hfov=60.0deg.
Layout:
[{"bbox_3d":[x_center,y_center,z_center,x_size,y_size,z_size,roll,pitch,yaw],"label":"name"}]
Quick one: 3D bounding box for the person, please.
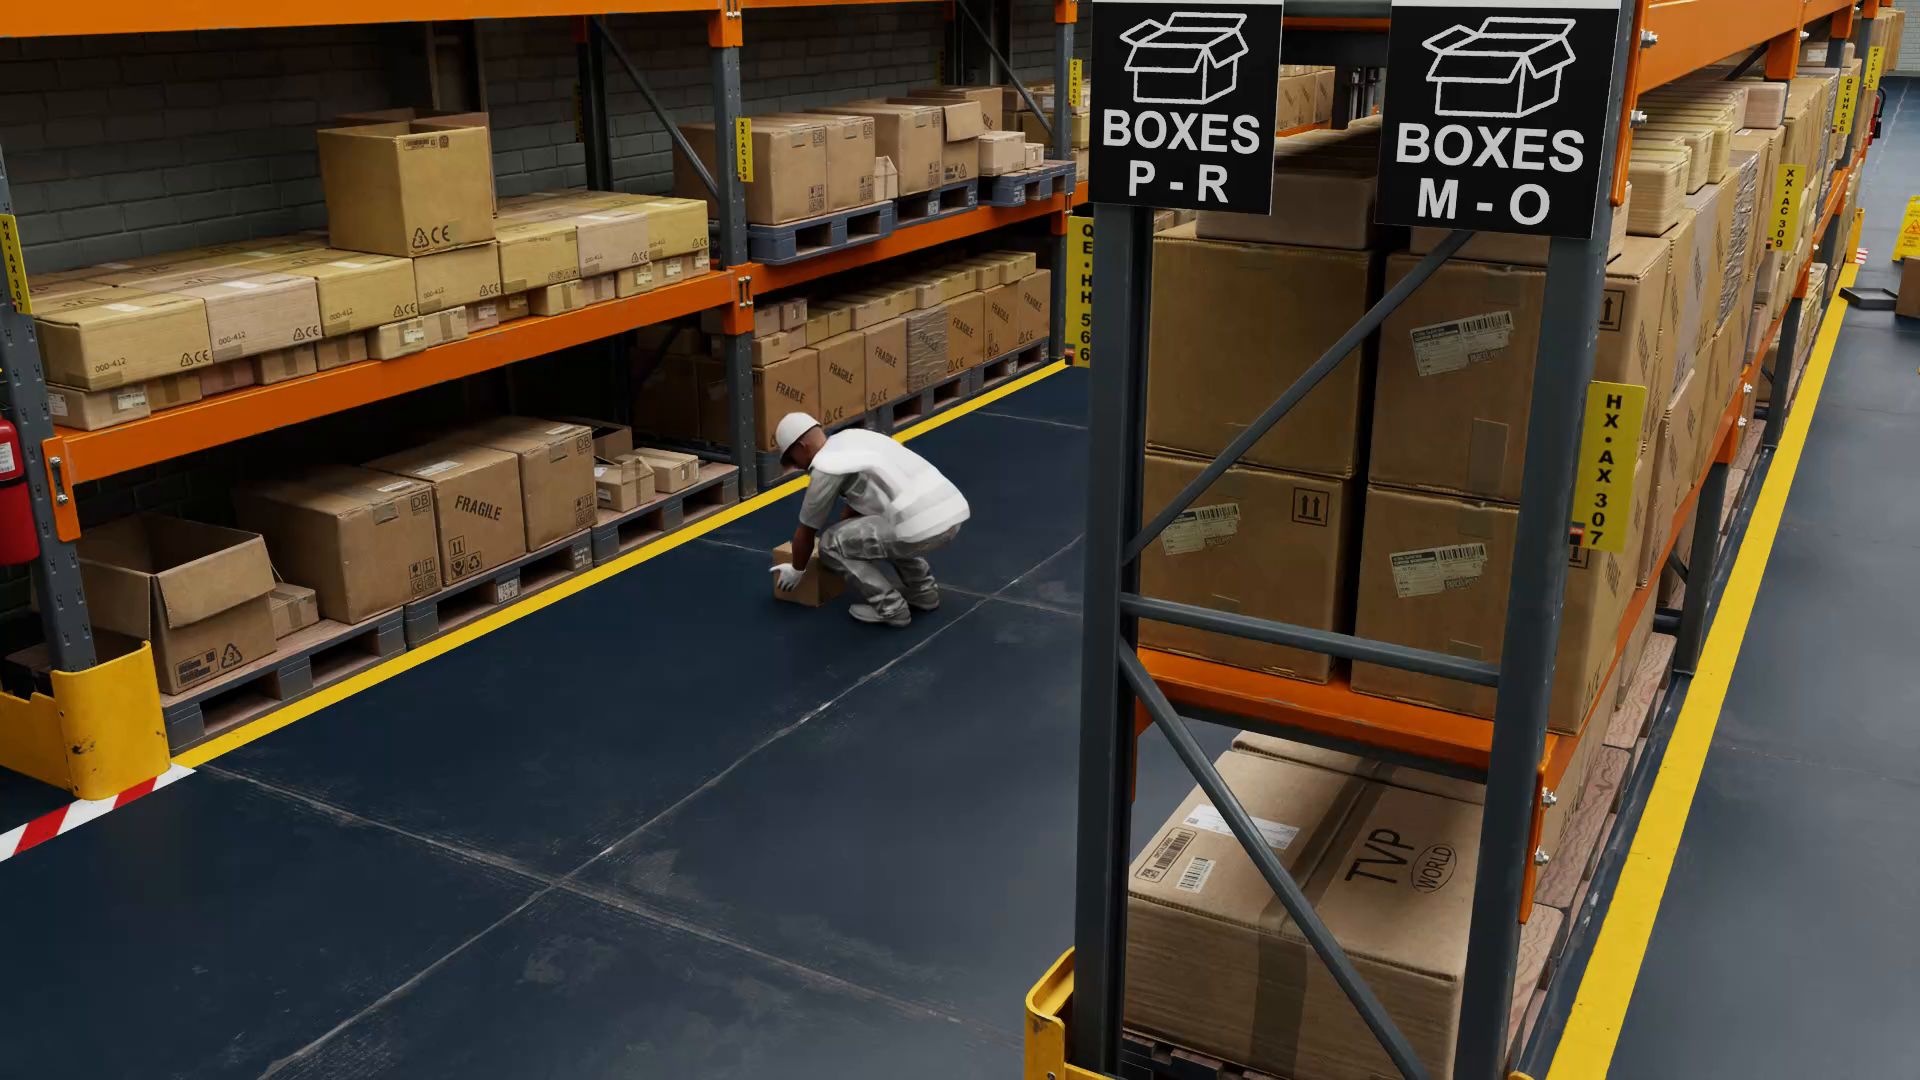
[{"bbox_3d":[-0.422,-0.105,7.655,0.908,0.922,0.577,10,22,27],"label":"person"}]
